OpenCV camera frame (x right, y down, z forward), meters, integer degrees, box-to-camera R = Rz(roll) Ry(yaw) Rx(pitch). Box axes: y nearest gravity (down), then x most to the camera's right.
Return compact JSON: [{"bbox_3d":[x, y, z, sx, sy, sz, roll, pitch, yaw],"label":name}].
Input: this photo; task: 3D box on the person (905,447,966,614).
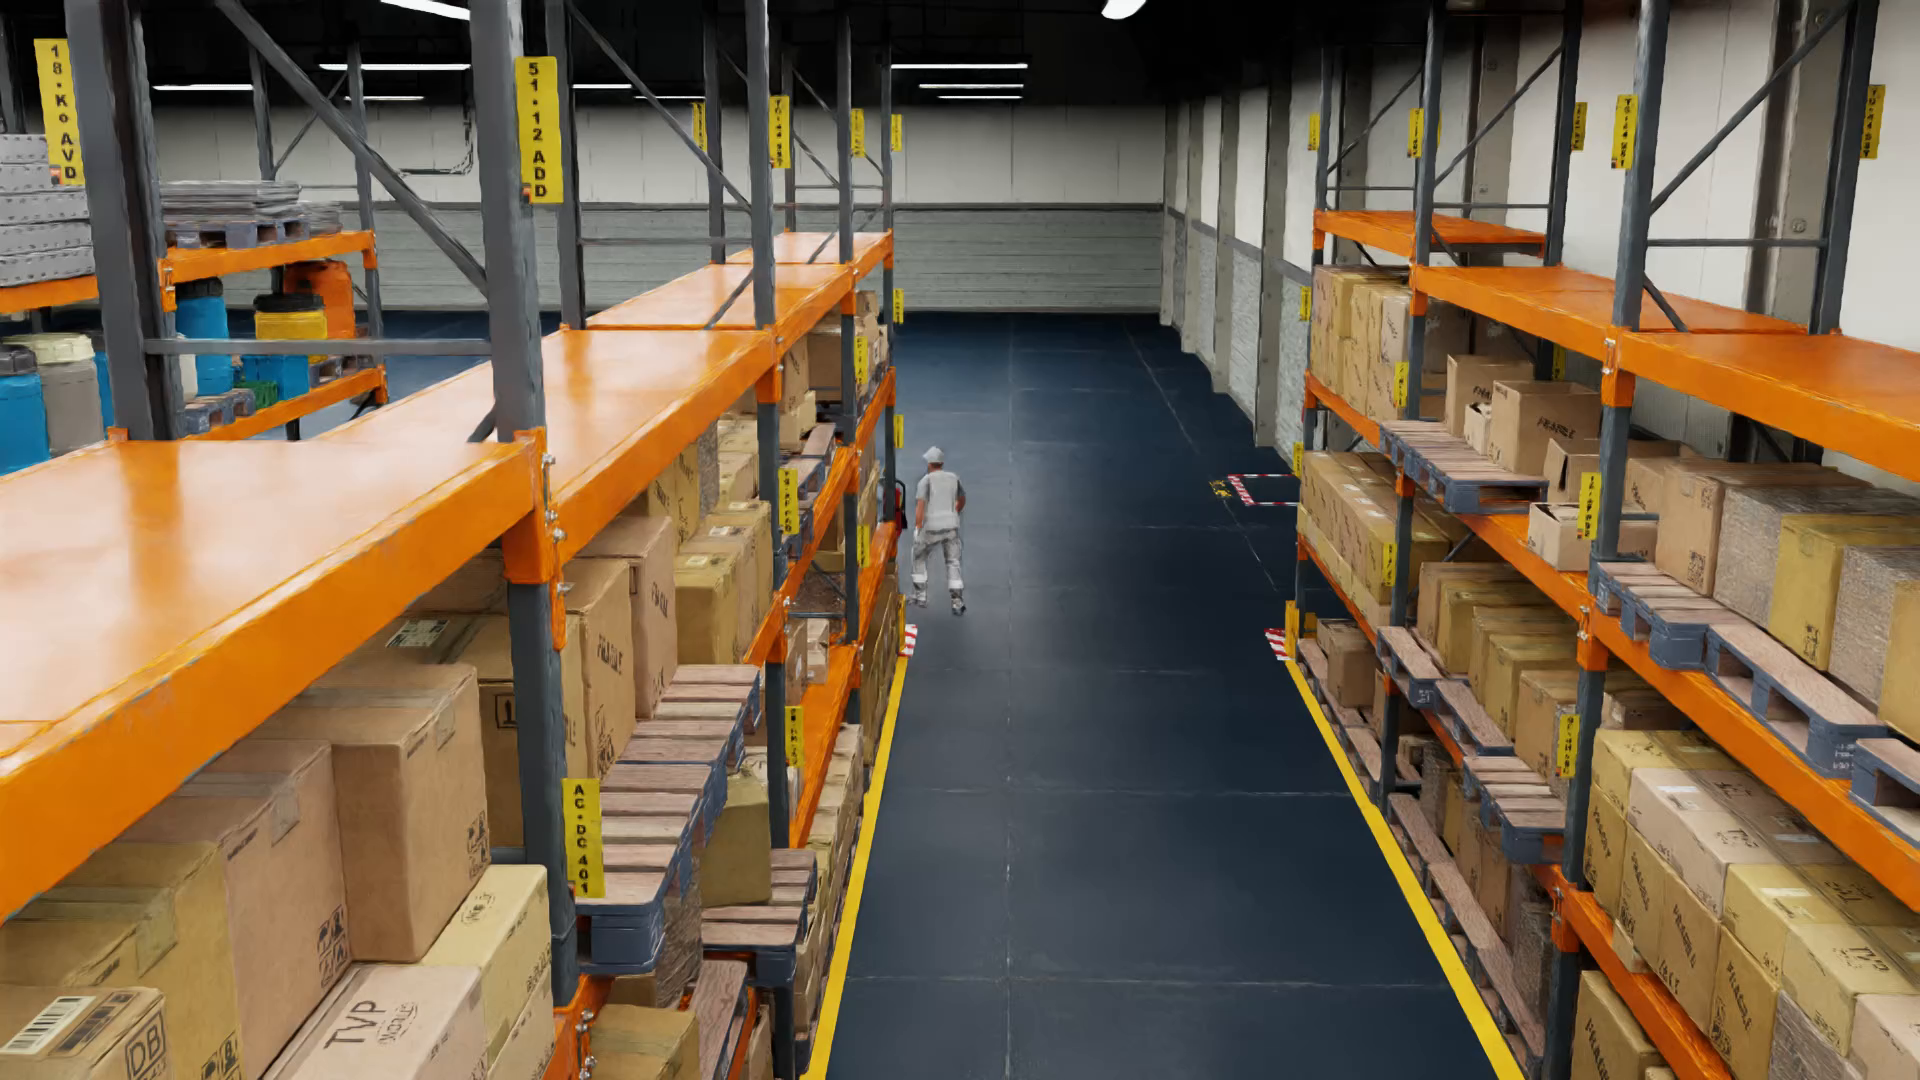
[{"bbox_3d":[-0.240,-0.123,17.808,0.660,1.745,0.719,-6,15,-22],"label":"person"}]
